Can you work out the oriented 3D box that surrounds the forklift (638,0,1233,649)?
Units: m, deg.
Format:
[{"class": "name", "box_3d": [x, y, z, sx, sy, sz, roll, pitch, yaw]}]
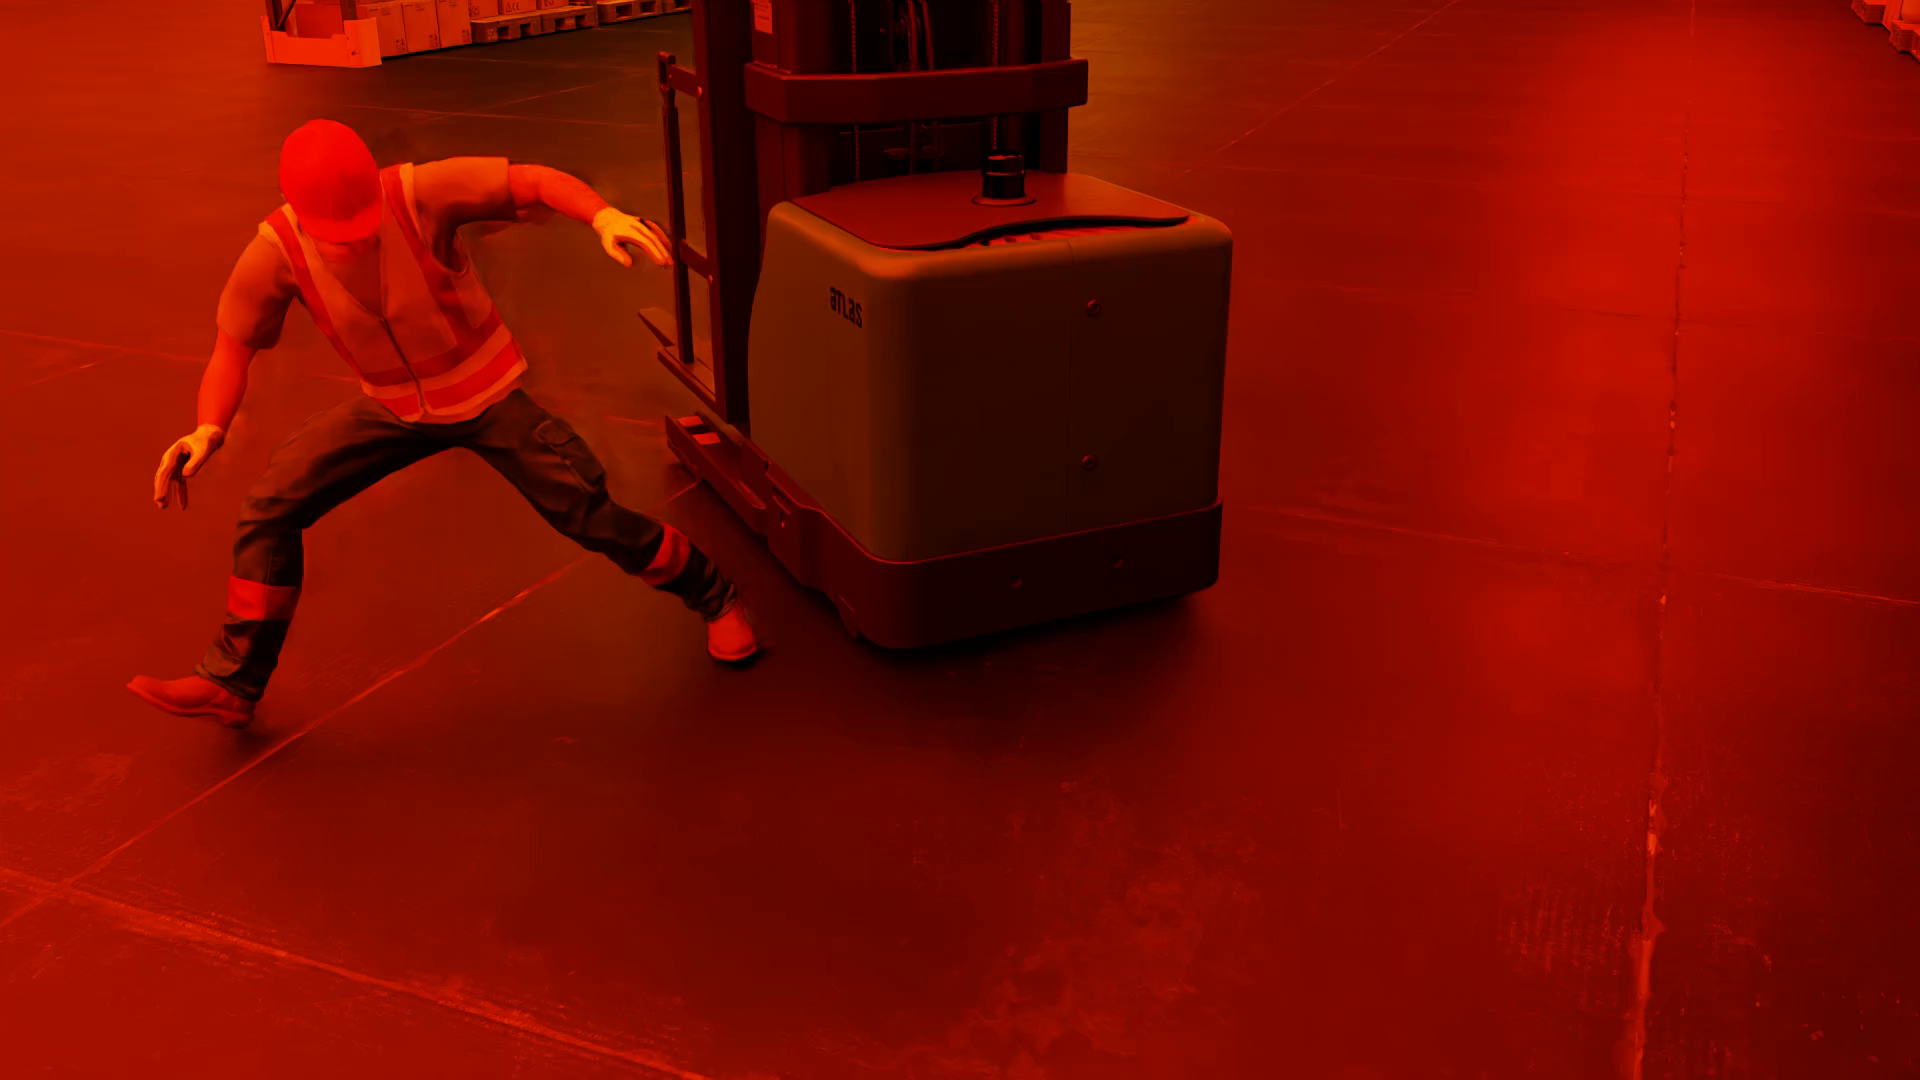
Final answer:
[{"class": "forklift", "box_3d": [-0.359, -1.608, 5.139, 1.130, 2.935, 3.031, -10, 25, -23]}]

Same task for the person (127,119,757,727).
[{"class": "person", "box_3d": [-1.230, -0.282, 3.932, 1.381, 1.439, 0.804, 1, 23, 3]}]
